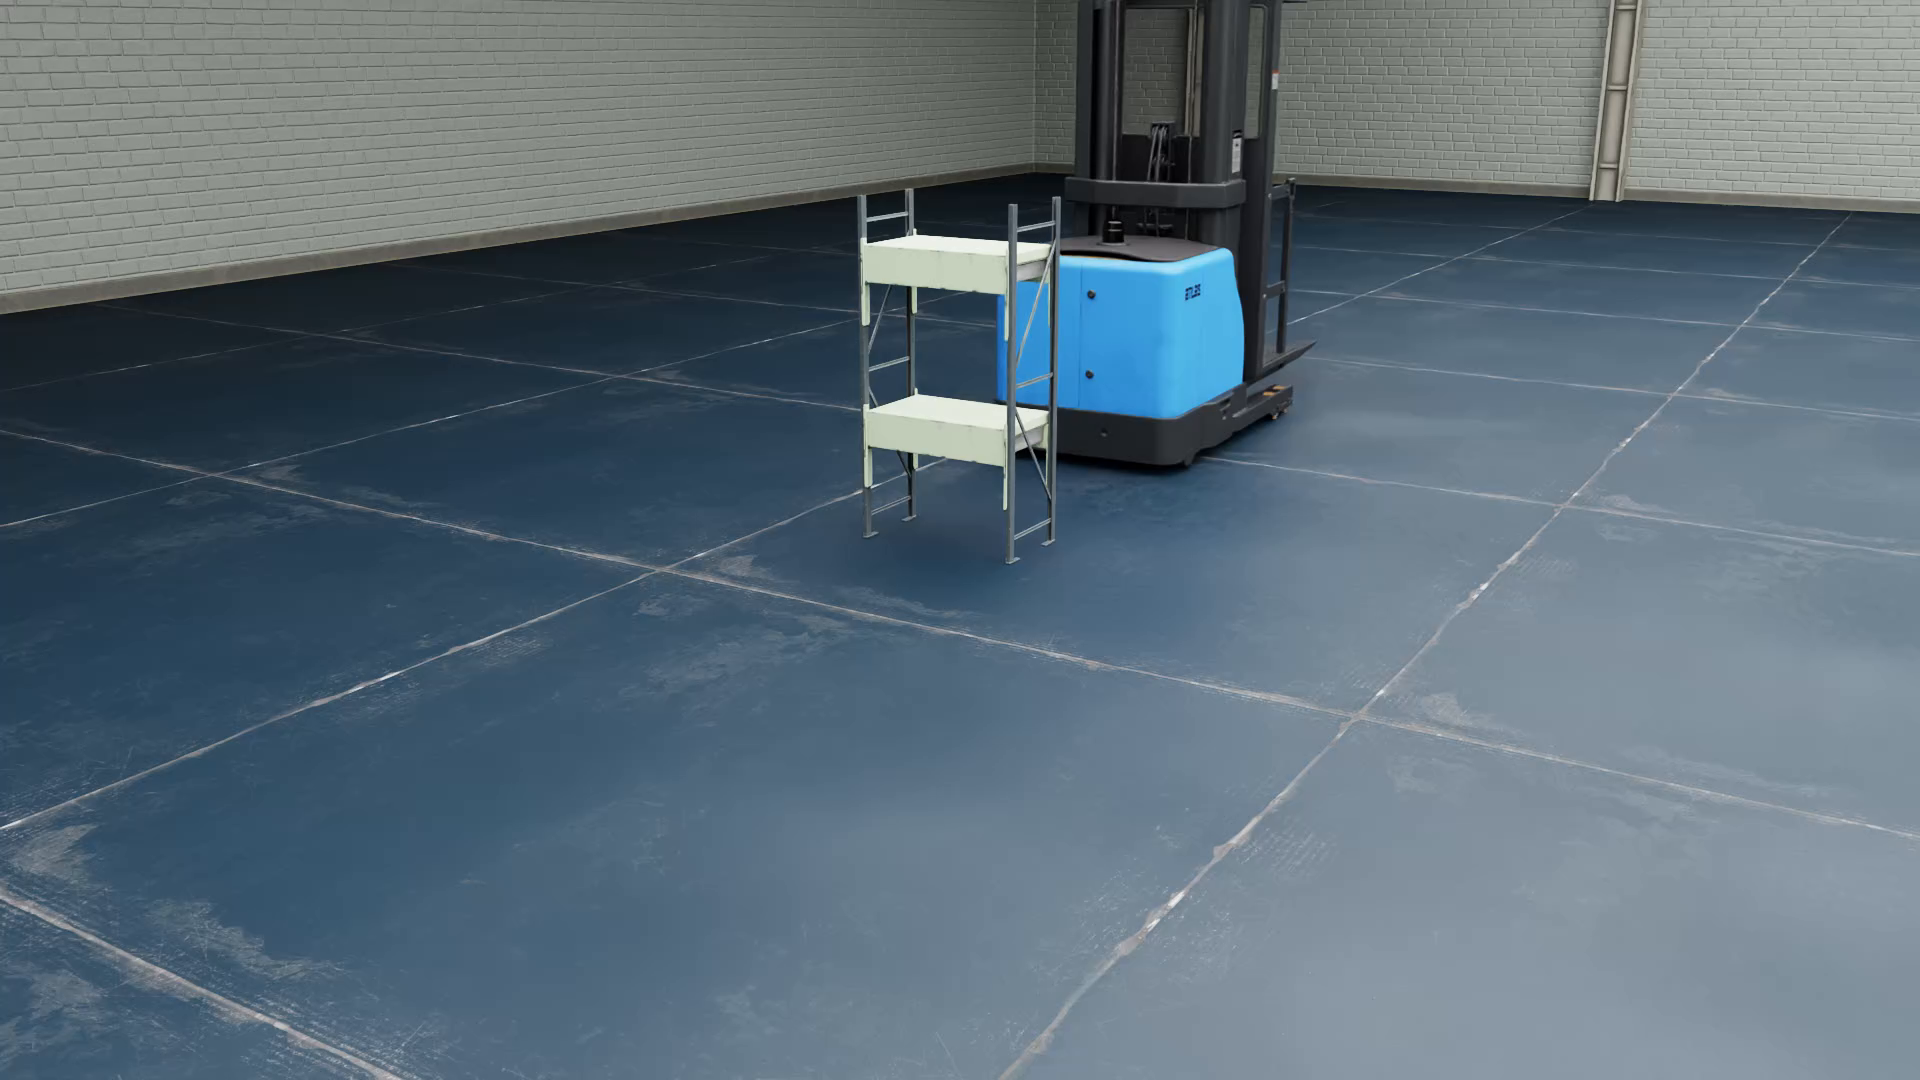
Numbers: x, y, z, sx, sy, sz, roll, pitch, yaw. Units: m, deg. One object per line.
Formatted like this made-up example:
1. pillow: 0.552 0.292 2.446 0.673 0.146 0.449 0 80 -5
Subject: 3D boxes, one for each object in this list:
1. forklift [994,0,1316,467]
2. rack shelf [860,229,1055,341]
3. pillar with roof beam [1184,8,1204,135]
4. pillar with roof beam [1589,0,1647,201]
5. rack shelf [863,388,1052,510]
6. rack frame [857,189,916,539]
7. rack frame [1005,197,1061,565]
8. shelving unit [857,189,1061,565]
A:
1. forklift: 1.322 -2.157 9.440 1.130 2.935 3.031 9 19 27
2. rack shelf: -0.006 -1.092 7.053 0.720 0.370 0.431 10 20 30
3. pillar with roof beam: 1.420 -8.777 20.793 0.400 9.000 9.100 10 20 30
4. pillar with roof beam: 6.533 -7.864 17.789 0.400 9.000 9.100 10 20 30
5. rack shelf: -0.006 -0.407 7.261 0.720 0.370 0.431 10 20 30
6. rack frame: -0.318 -0.774 7.350 0.023 1.500 0.400 10 20 30
7. rack frame: 0.306 -0.663 6.983 0.023 1.500 0.400 10 20 30
8. shelving unit: -0.006 -0.719 7.167 0.755 1.500 0.431 10 20 30
